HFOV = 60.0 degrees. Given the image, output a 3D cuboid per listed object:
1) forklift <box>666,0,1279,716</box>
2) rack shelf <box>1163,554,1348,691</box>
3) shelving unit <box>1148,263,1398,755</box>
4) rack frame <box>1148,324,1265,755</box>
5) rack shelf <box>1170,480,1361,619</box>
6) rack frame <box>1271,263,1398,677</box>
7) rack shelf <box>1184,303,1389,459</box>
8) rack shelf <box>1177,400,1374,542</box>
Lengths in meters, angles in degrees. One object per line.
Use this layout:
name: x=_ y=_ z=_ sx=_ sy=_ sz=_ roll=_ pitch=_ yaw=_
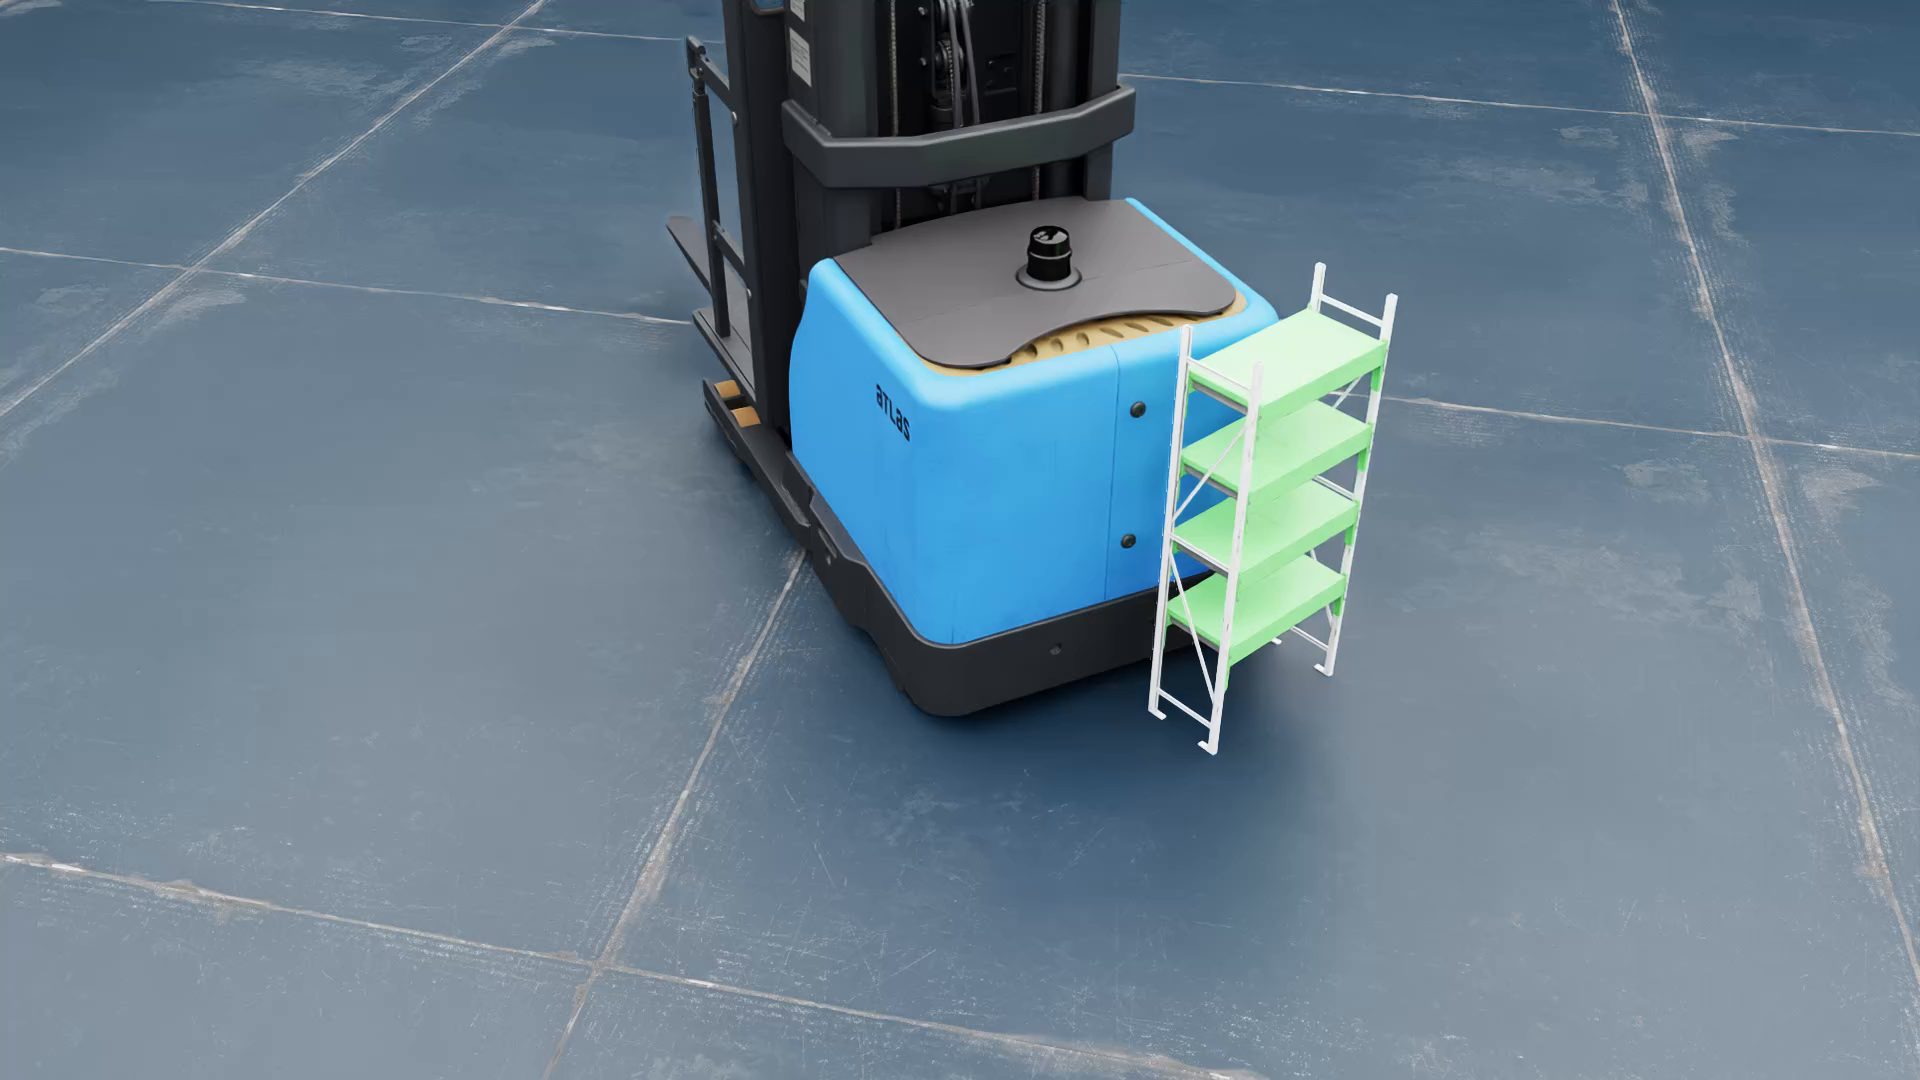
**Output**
forklift: x=-0.236 y=-1.569 z=4.917 sx=1.130 sy=2.935 sz=3.031 roll=-15 pitch=39 yaw=-20
rack shelf: x=0.789 y=0.187 z=4.487 sx=0.480 sy=0.148 sz=0.258 roll=-27 pitch=44 yaw=-32
shelving unit: x=0.789 y=-0.059 z=4.309 sx=0.503 sy=1.200 sz=0.258 roll=-27 pitch=44 yaw=-32
rack frame: x=0.605 y=0.035 z=4.179 sx=0.015 sy=1.200 sz=0.240 roll=-27 pitch=44 yaw=-32
rack shelf: x=0.789 y=-0.007 z=4.346 sx=0.480 sy=0.148 sz=0.258 roll=-27 pitch=44 yaw=-32
rack frame: x=0.973 y=-0.153 z=4.439 sx=0.015 sy=1.200 sz=0.240 roll=-27 pitch=44 yaw=-32
rack shelf: x=0.789 y=-0.396 z=4.065 sx=0.480 sy=0.148 sz=0.258 roll=-27 pitch=44 yaw=-32
rack shelf: x=0.789 y=-0.201 z=4.205 sx=0.480 sy=0.148 sz=0.258 roll=-27 pitch=44 yaw=-32
